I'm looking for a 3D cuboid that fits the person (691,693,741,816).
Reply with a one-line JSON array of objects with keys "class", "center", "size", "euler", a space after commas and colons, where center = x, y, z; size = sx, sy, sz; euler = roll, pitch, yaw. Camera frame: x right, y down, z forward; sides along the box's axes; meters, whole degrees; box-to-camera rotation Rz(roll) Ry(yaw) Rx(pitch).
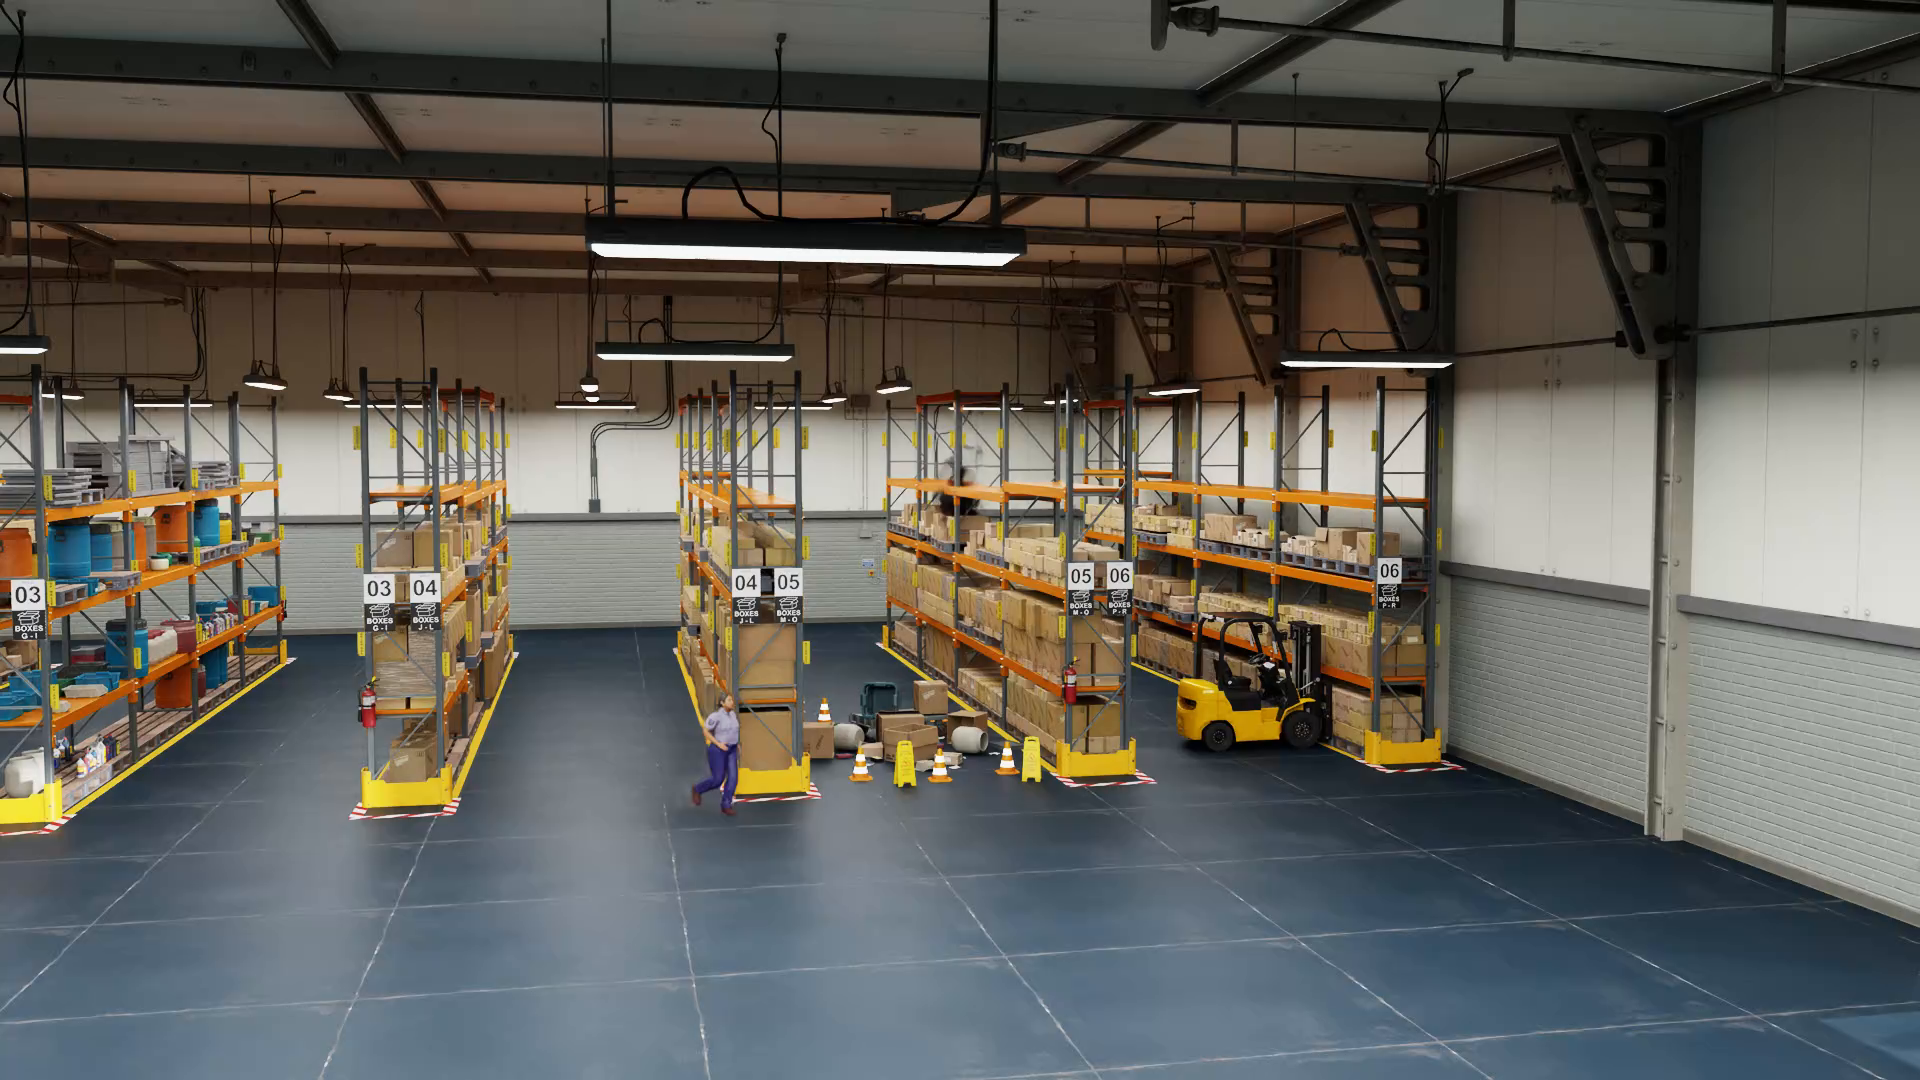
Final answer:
[{"class": "person", "center": [-3.199, 2.874, 22.494], "size": [0.756, 1.602, 0.657], "euler": [2, 4, 35]}]
